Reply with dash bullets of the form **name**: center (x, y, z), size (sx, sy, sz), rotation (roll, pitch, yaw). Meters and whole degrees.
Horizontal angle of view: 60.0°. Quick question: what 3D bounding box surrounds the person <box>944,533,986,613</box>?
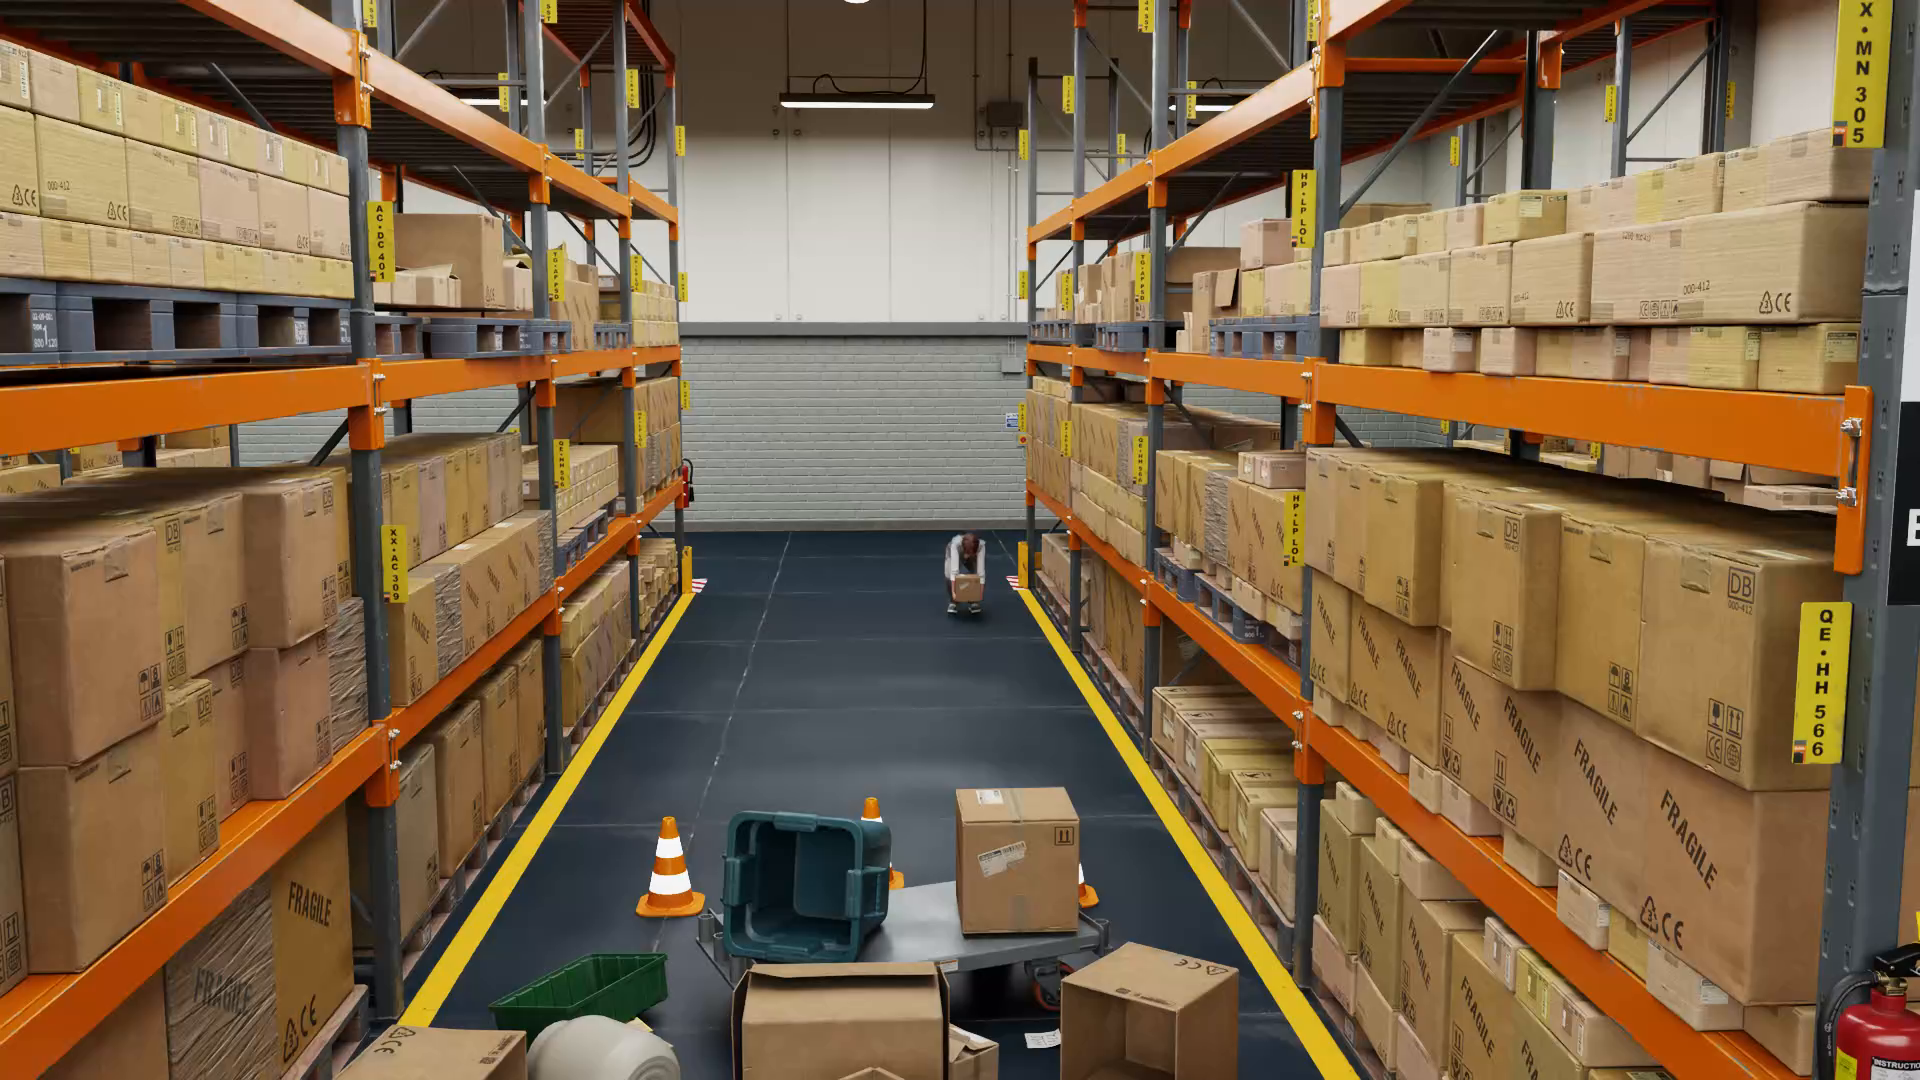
- **person**: center (0.057, 0.337, 17.464), size (0.430, 0.891, 0.851), rotation (-1, 7, -6)
